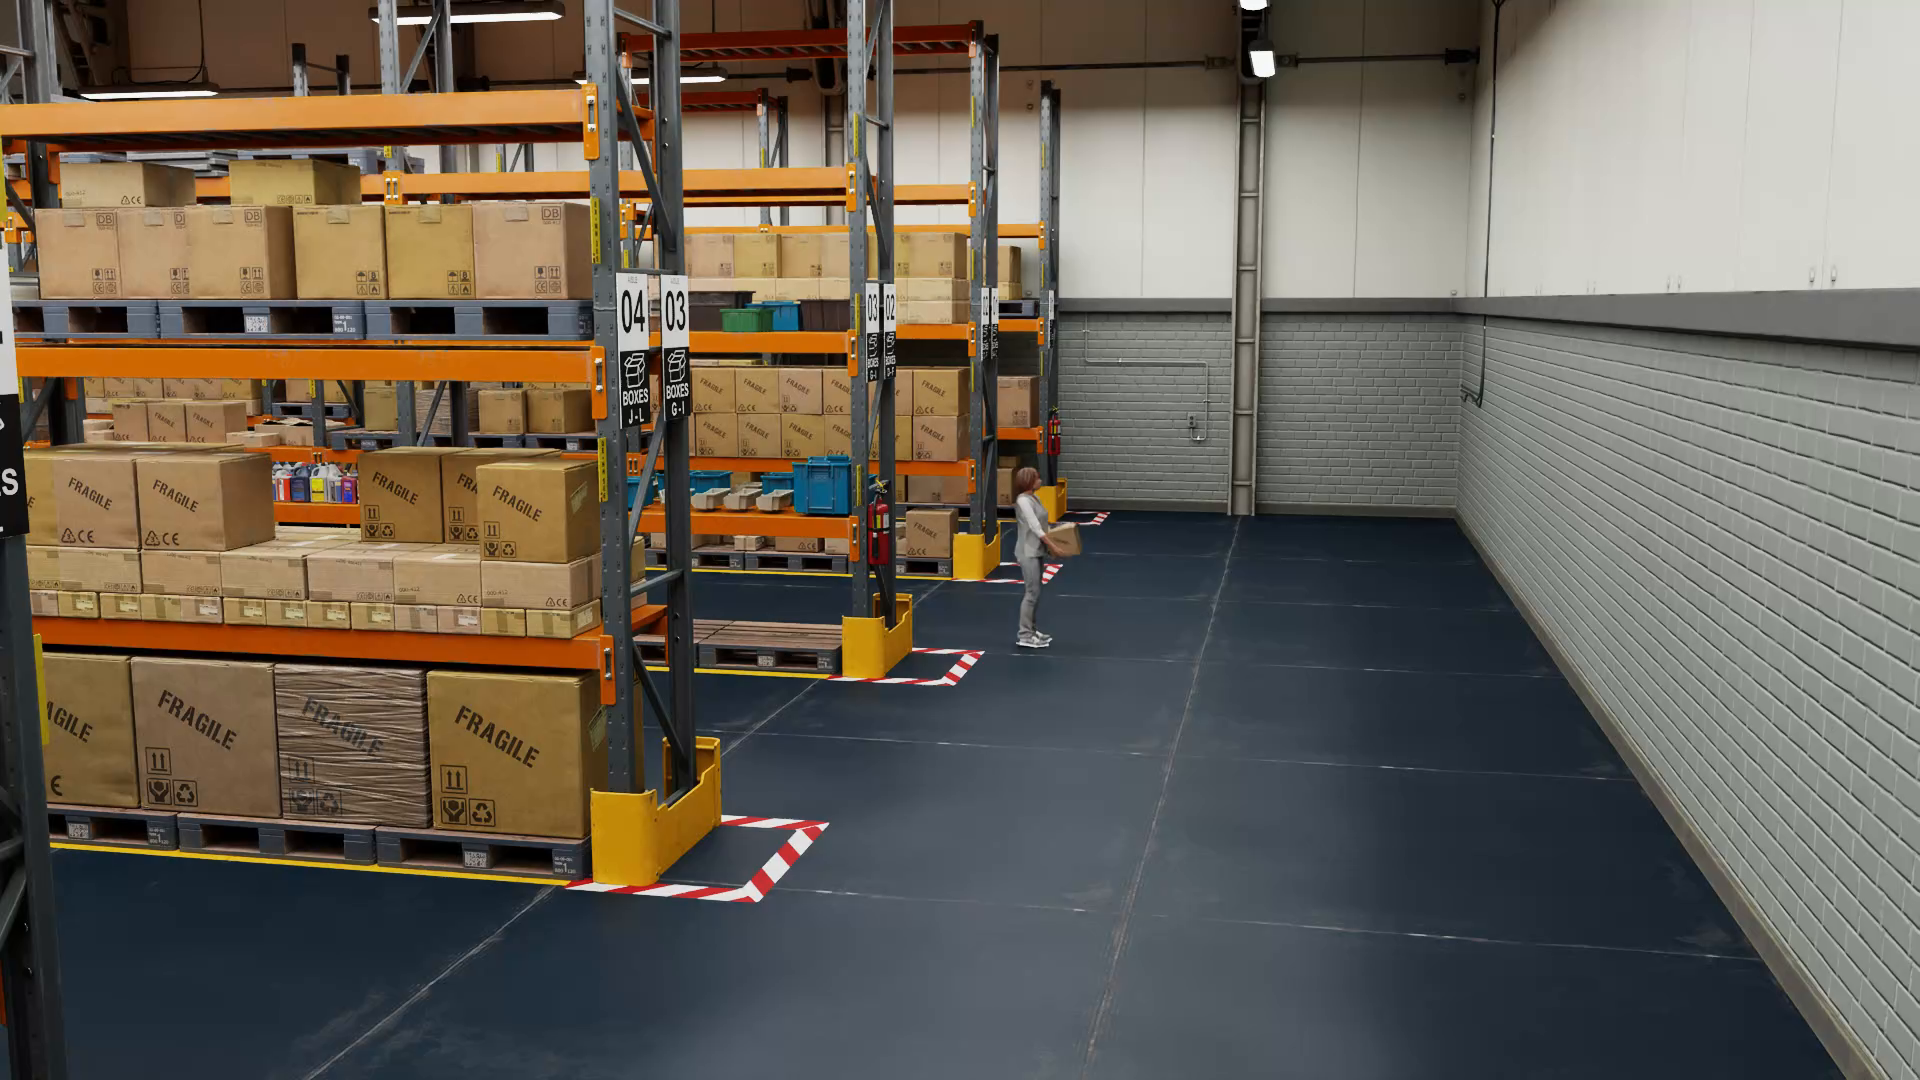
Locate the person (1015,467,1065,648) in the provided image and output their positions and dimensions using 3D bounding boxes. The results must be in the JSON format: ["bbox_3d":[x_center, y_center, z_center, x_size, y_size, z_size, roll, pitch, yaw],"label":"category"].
[{"bbox_3d":[0.728,0.148,14.818,0.481,1.598,0.412,2,8,15],"label":"person"}]
